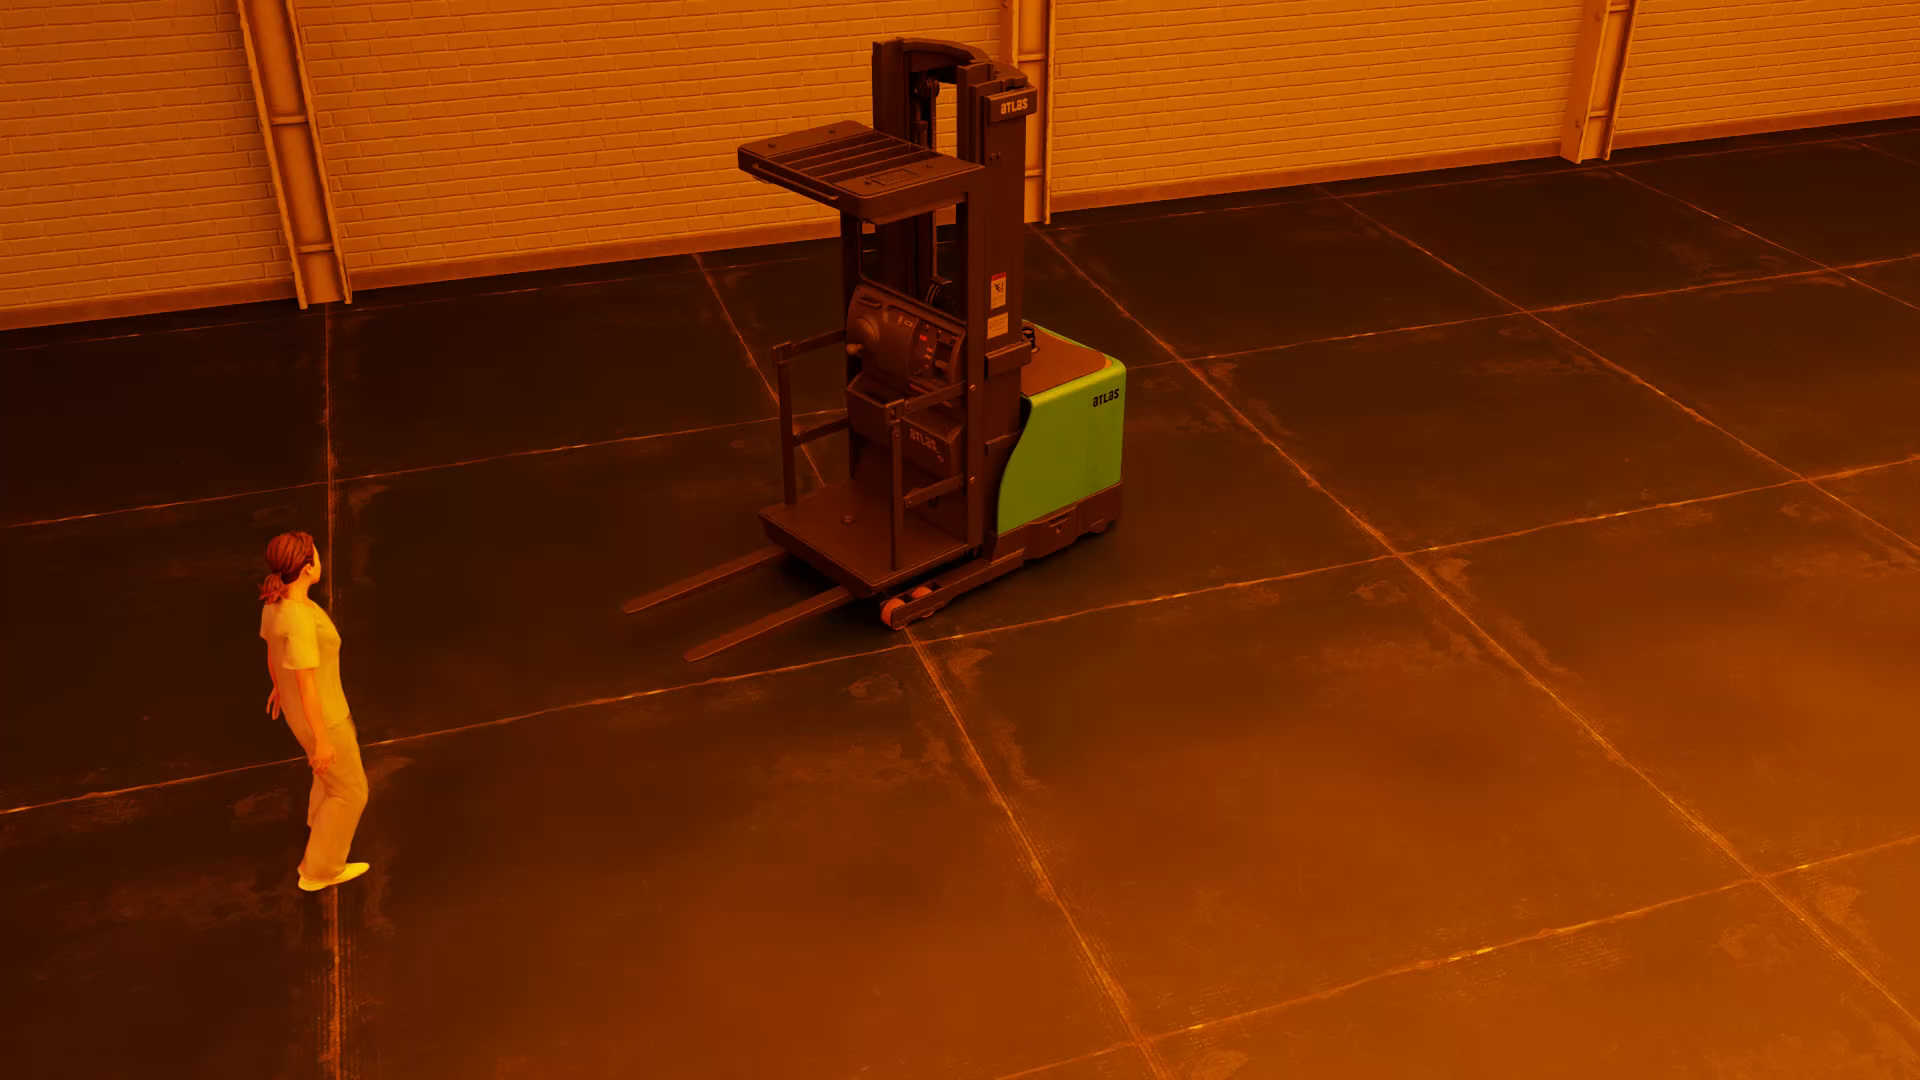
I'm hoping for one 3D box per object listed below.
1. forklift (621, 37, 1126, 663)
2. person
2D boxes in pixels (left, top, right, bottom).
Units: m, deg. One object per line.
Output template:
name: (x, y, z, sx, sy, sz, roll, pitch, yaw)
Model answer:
forklift: (-0.461, -1.072, 8.951, 3.031, 2.935, 1.130, -23, 37, -34)
person: (-2.809, 0.741, 7.145, 0.425, 1.645, 0.799, -17, 34, -27)
